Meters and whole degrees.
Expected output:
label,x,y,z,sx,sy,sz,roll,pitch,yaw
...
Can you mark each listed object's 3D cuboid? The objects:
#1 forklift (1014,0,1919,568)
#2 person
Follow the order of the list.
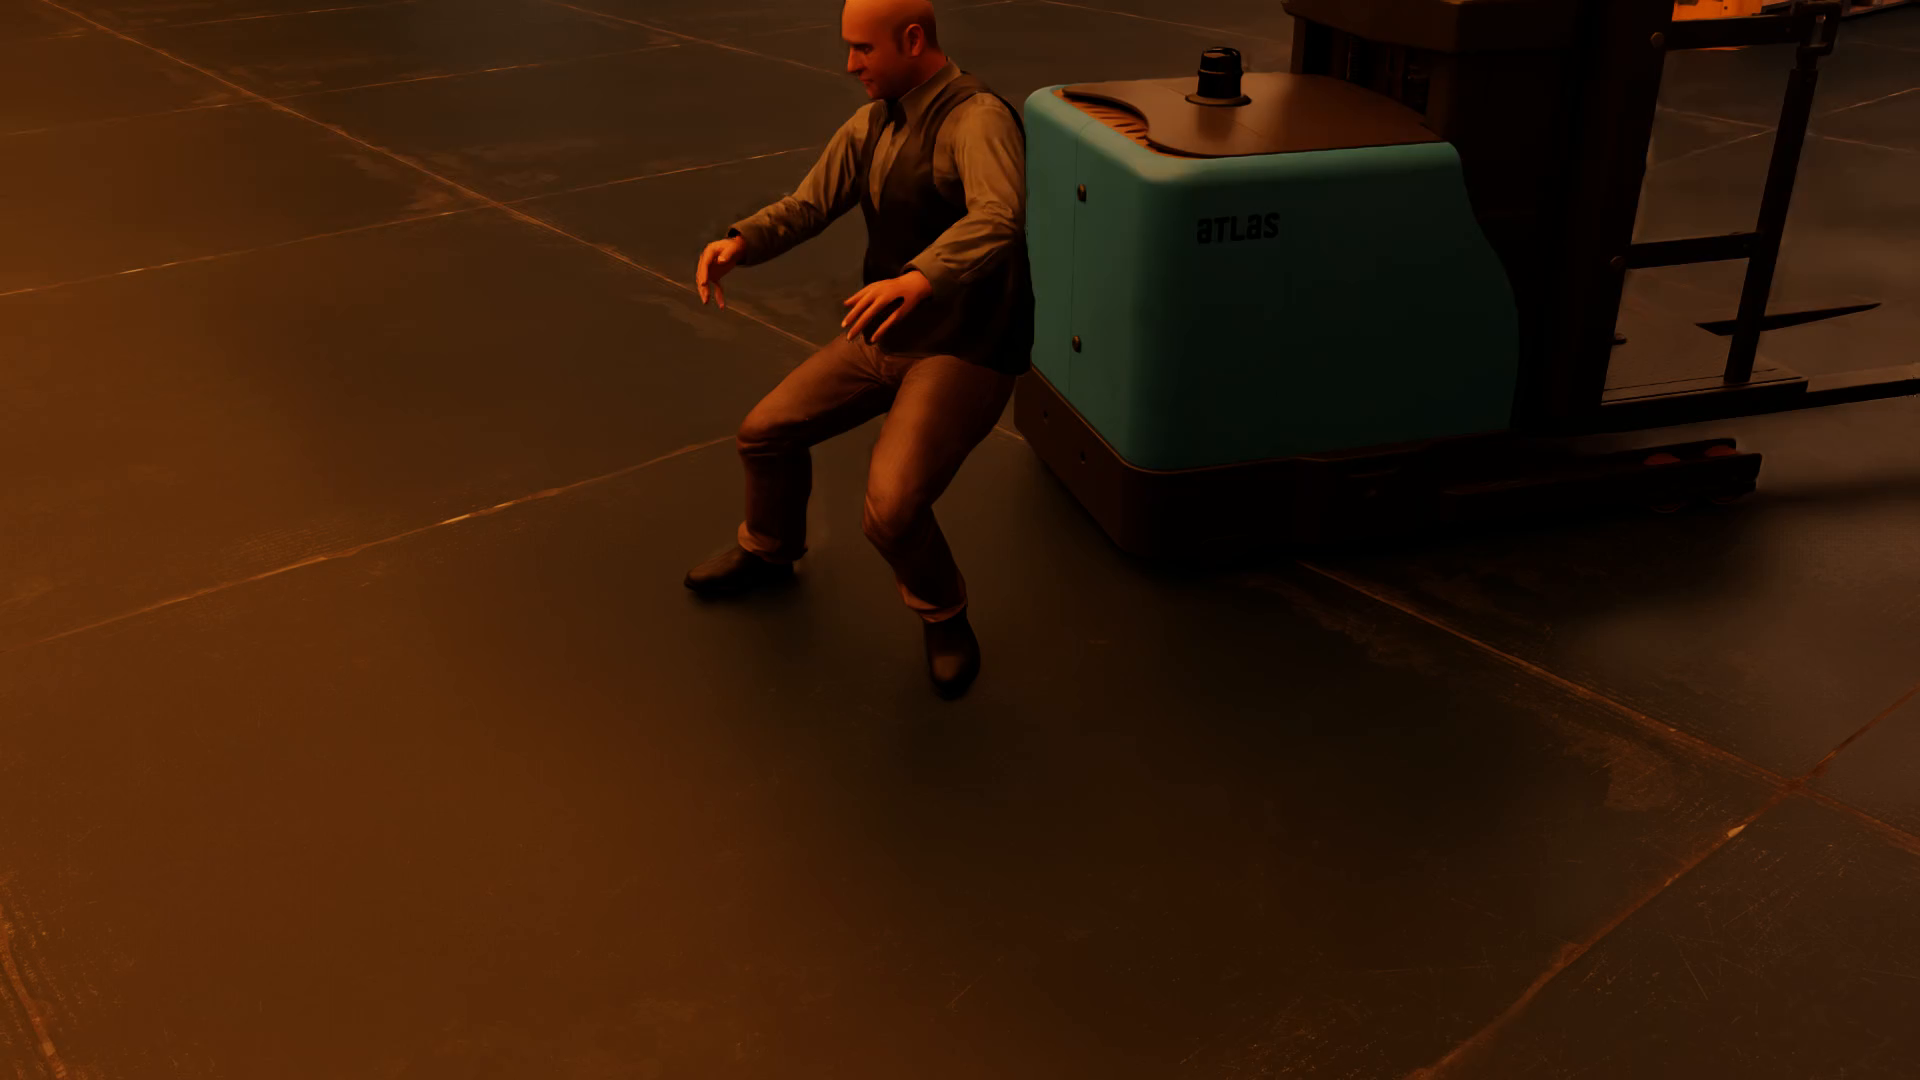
label,x,y,z,sx,sy,sz,roll,pitch,yaw
forklift,1.739,-1.604,4.436,3.031,2.935,1.130,-8,27,-15
person,-0.200,-0.451,3.701,0.720,1.526,0.946,-14,30,-26
